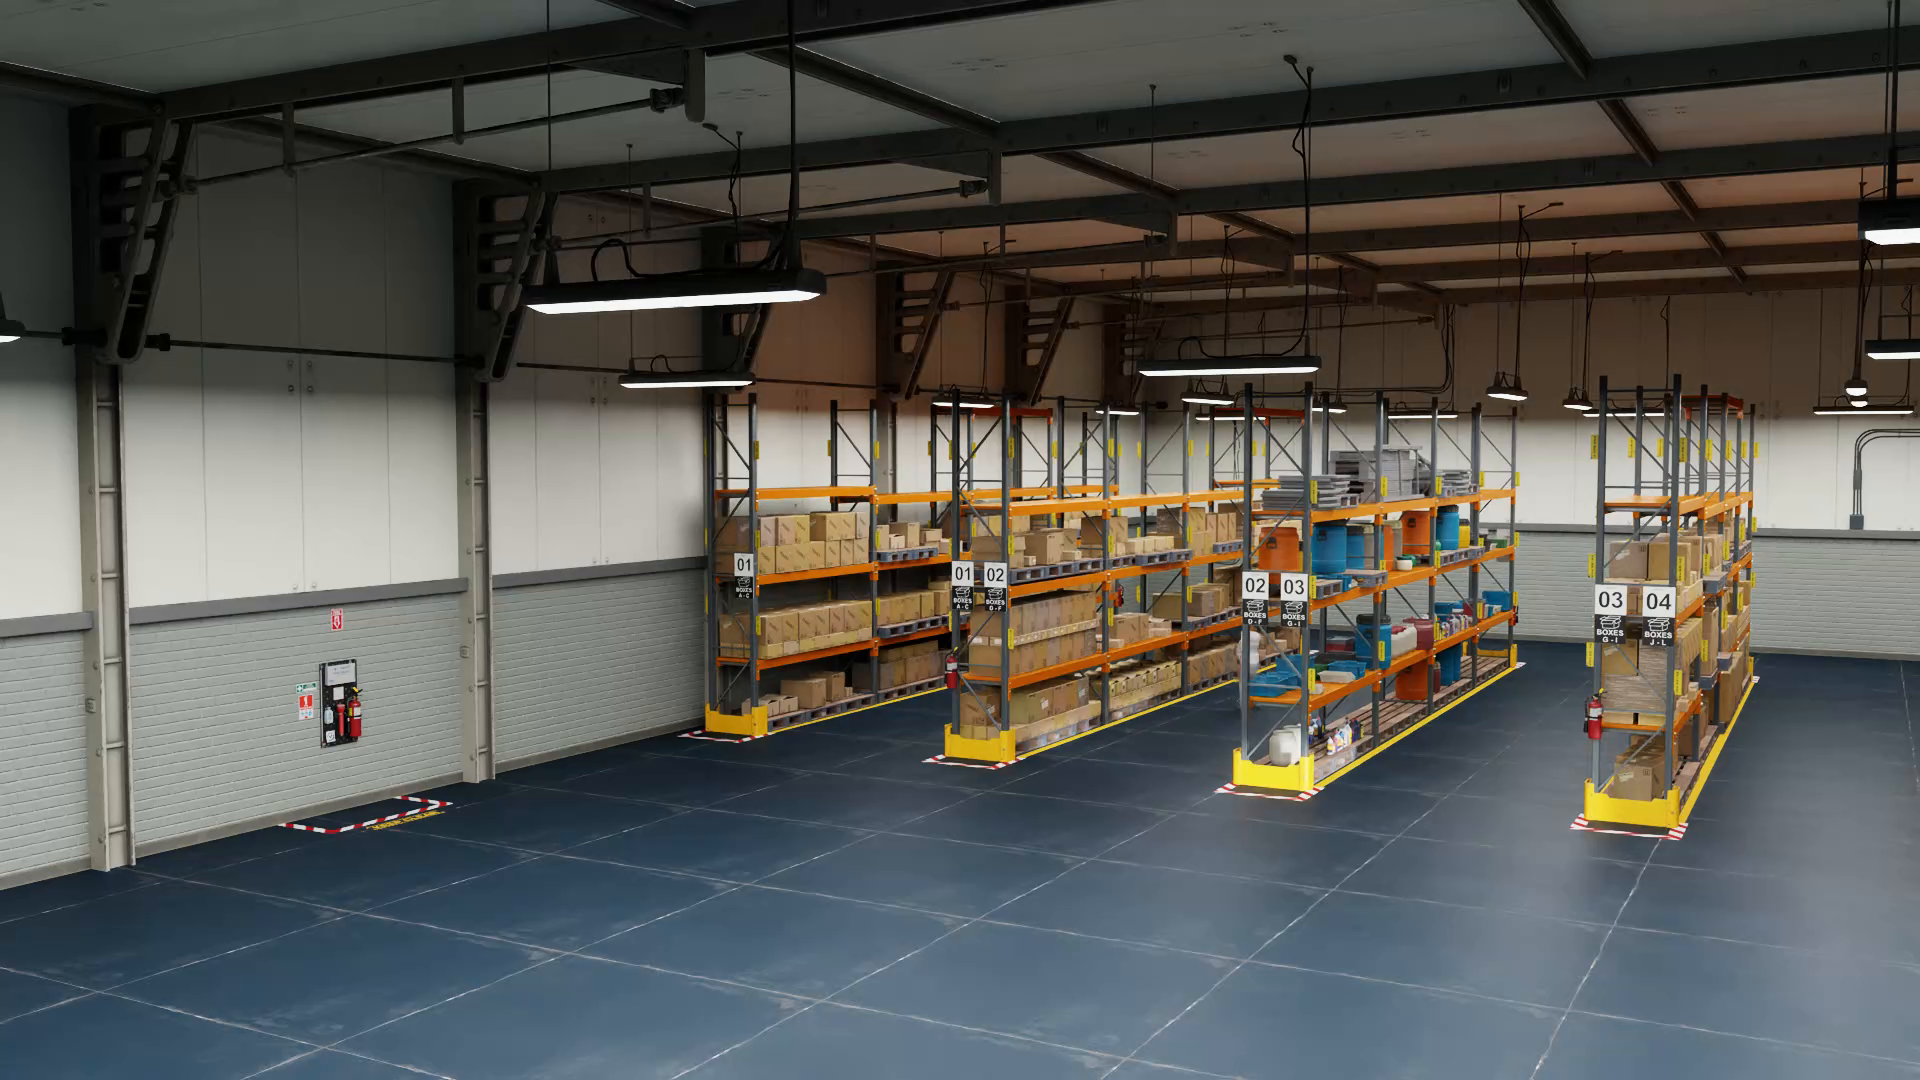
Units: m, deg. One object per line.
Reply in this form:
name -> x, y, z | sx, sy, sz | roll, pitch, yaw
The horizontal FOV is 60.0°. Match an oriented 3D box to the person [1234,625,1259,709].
person -> 5.507, 2.387, 32.241 | 0.564, 1.763, 0.614 | -3, 4, -40
